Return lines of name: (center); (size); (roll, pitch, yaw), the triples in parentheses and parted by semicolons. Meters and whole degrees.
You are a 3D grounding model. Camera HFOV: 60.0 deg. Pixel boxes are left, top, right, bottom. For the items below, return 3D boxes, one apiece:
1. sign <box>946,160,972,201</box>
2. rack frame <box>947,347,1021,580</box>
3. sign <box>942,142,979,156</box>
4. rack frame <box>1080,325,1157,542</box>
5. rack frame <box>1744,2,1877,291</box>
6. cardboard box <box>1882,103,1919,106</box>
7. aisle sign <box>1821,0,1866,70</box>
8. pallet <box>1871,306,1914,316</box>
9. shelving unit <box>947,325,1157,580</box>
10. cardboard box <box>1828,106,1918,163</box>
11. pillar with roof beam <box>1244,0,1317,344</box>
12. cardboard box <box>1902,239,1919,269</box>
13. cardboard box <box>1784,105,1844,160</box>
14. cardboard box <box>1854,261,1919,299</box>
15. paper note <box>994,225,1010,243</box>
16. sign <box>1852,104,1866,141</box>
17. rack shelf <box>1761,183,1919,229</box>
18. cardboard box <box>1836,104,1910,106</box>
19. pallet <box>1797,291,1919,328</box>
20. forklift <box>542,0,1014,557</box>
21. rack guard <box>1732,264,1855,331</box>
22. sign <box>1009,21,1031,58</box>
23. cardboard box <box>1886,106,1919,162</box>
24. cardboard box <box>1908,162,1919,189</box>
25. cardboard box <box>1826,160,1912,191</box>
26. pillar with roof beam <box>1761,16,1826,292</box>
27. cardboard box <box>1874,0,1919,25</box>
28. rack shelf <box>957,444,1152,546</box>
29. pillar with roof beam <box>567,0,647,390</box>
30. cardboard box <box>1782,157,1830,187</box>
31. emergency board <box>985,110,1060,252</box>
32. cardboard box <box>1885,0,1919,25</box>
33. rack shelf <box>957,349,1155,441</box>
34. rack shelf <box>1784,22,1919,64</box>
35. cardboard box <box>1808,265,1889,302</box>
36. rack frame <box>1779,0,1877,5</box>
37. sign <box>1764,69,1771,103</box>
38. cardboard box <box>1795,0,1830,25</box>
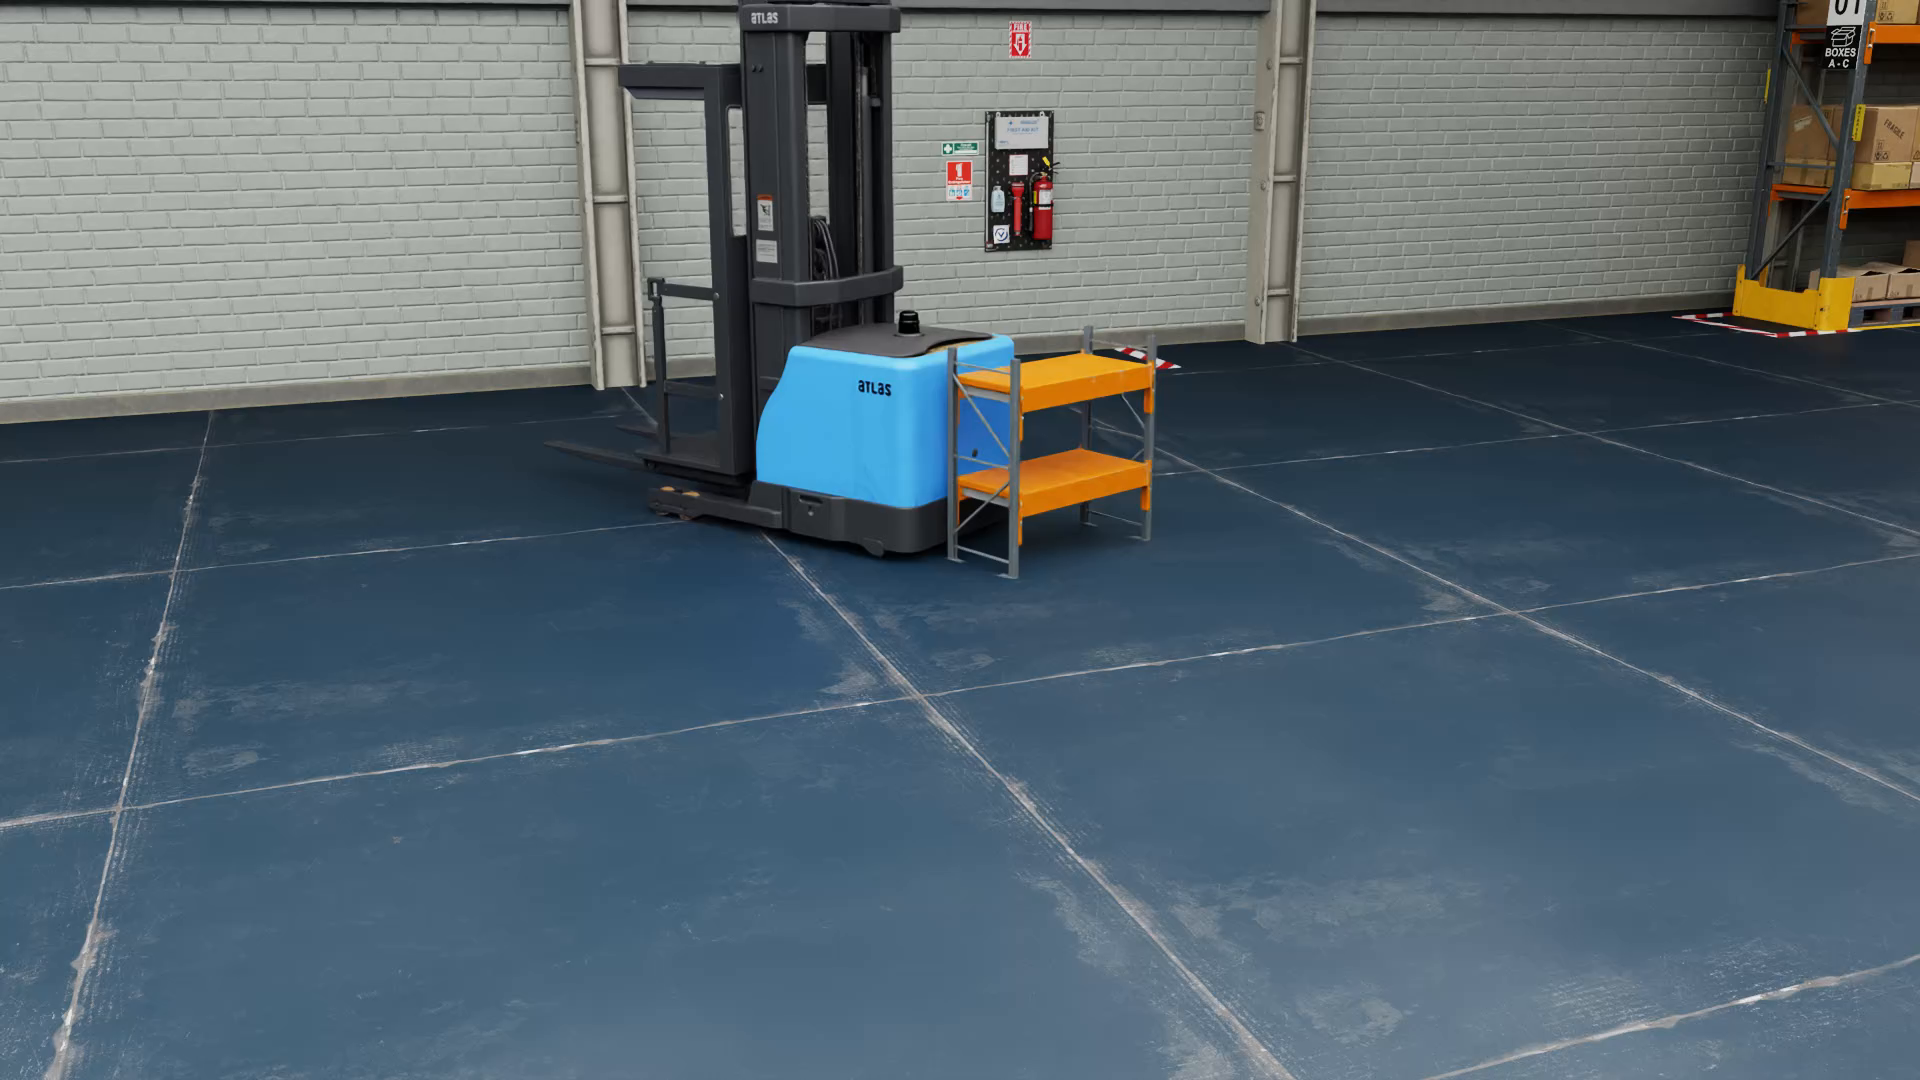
sign: (-0.006, -3.037, 14.052); (0.234, 0.329, 0.001); (-6, 17, -20)
rack frame: (0.116, -0.390, 8.431); (0.032, 1.125, 0.500); (-15, 22, -41)
sign: (0.002, -3.289, 13.971); (0.331, 0.109, 0.001); (-6, 17, -20)
rack frame: (0.860, -0.586, 9.096); (0.032, 1.125, 0.500); (-15, 22, -41)
rack frame: (8.127, -3.594, 16.013); (0.127, 3.000, 1.000); (-6, 17, -20)
cardboard box: (9.446, -4.096, 16.623); (0.500, 0.500, 0.500); (-7, 18, -22)
aisle sign: (8.167, -4.755, 15.353); (0.004, 0.787, 0.394); (-6, 17, -20)
pallet: (10.107, -2.458, 17.094); (1.213, 0.211, 1.003); (-6, 17, -20)
shelving unit: (0.488, -0.488, 8.763); (1.048, 1.125, 0.538); (-15, 22, -41)
cardboard box: (8.680, -3.860, 15.820); (0.500, 0.500, 0.500); (-6, 17, -20)
pillar with roof beam: (4.409, -5.033, 10.266); (0.400, 9.000, 9.100); (-6, 17, -20)
cardboard box: (10.041, -2.770, 16.863); (0.500, 0.500, 0.700); (-7, 18, -24)
cardboard box: (8.491, -3.995, 16.278); (0.500, 0.500, 0.500); (-6, 18, -21)
cardboard box: (9.338, -2.618, 16.682); (0.500, 0.311, 0.500); (-5, 17, -15)
paper note: (0.357, -2.626, 14.279); (0.142, 0.148, 0.016); (-6, 17, -20)
sign: (8.321, -3.867, 15.405); (0.005, 0.325, 0.100); (-6, 17, -20)
rack shelf: (9.995, -3.450, 16.801); (4.000, 0.370, 1.077); (-6, 17, -20)
cardboard box: (8.965, -4.043, 16.442); (0.500, 0.500, 0.500); (-6, 17, -19)
pallet: (8.969, -2.336, 16.679); (1.213, 0.211, 1.003); (-6, 17, -20)
forklift: (-1.183, -1.625, 9.430); (3.031, 2.935, 1.130); (11, 20, 34)
rack guard: (8.198, -2.402, 16.391); (0.348, 0.500, 1.175); (-6, 17, -20)
sign: (0.504, -4.186, 13.914); (0.199, 0.298, 0.001); (-6, 17, -20)
cardboard box: (9.146, -3.908, 15.981); (0.500, 0.500, 0.500); (-6, 17, -20)
cardboard box: (9.176, -3.553, 16.105); (0.500, 0.250, 0.500); (-7, 18, -22)
cardboard box: (8.696, -3.497, 15.914); (0.500, 0.250, 0.500); (-7, 18, -22)
pillar with roof beam: (10.012, -5.638, 12.326); (0.400, 9.000, 9.100); (-6, 17, -20)
cardboard box: (8.529, -5.059, 15.464); (0.500, 0.500, 0.500); (-6, 17, -19)
rack shelf: (0.488, -0.253, 8.832); (1.000, 0.278, 0.538); (-15, 22, -41)
pillar with roof beam: (-1.194, -4.428, 8.206); (0.400, 9.000, 9.100); (-6, 17, -20)
cardboard box: (8.494, -3.630, 16.365); (0.500, 0.250, 0.500); (-6, 17, -19)
emergency board: (0.547, -3.048, 14.154); (0.643, 1.169, 0.194); (-6, 17, -20)
cardboard box: (9.043, -5.103, 15.617); (0.500, 0.500, 0.500); (-5, 17, -16)
rack shelf: (0.488, -0.769, 8.681); (1.000, 0.278, 0.538); (-15, 22, -41)
rack shelf: (9.995, -4.890, 16.378); (4.000, 0.370, 1.077); (-6, 17, -20)
cardboard box: (8.805, -2.561, 16.487); (0.500, 0.311, 0.500); (-8, 18, -26)
rack frame: (8.127, -6.472, 15.168); (0.127, 3.000, 1.000); (-6, 17, -20)
sign: (7.947, -4.449, 16.309); (0.005, 0.325, 0.100); (-6, 17, -20)
cardboard box: (8.426, -5.199, 15.944); (0.500, 0.500, 0.500); (-5, 17, -16)
